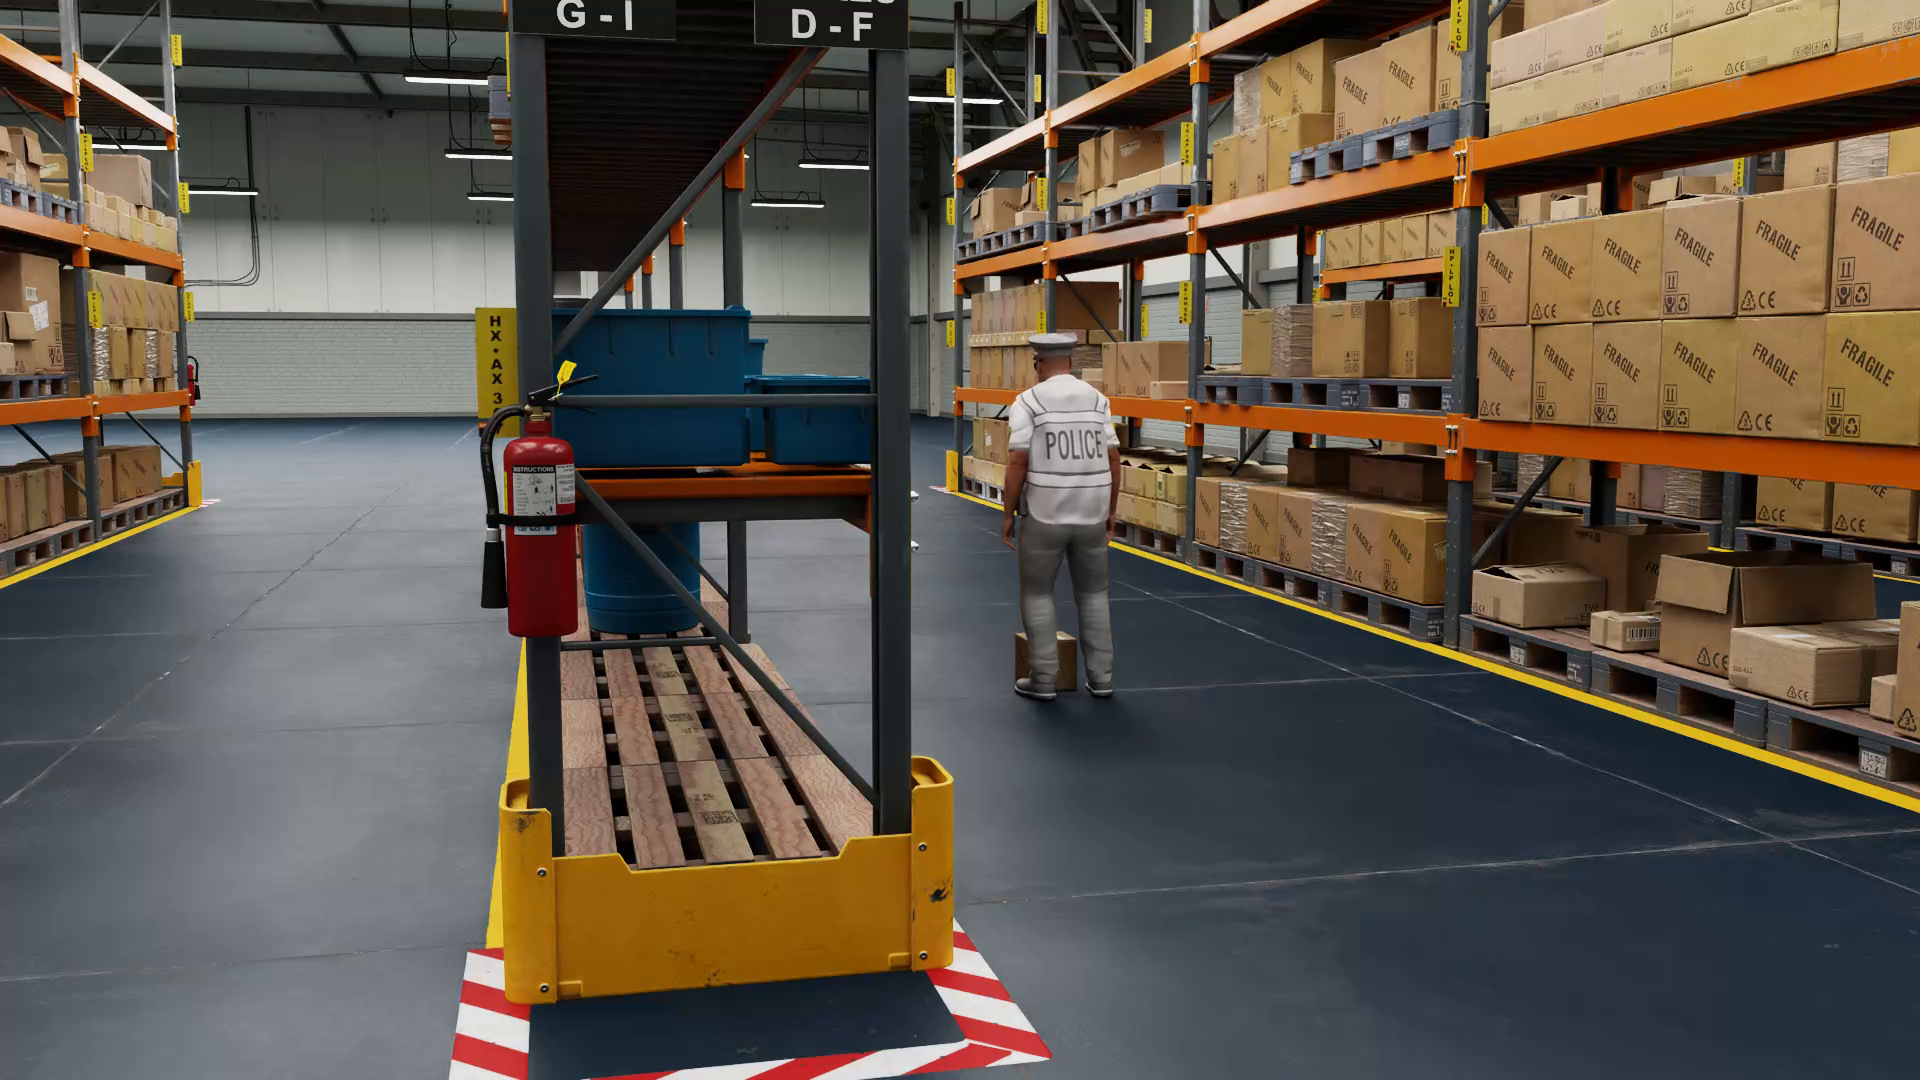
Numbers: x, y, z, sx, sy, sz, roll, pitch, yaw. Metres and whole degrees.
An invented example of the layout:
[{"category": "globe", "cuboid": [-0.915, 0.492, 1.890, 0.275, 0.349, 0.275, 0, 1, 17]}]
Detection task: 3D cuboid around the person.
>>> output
[{"category": "person", "cuboid": [0.496, -0.113, 7.972, 0.606, 1.748, 0.431, -2, 6, -17]}]
